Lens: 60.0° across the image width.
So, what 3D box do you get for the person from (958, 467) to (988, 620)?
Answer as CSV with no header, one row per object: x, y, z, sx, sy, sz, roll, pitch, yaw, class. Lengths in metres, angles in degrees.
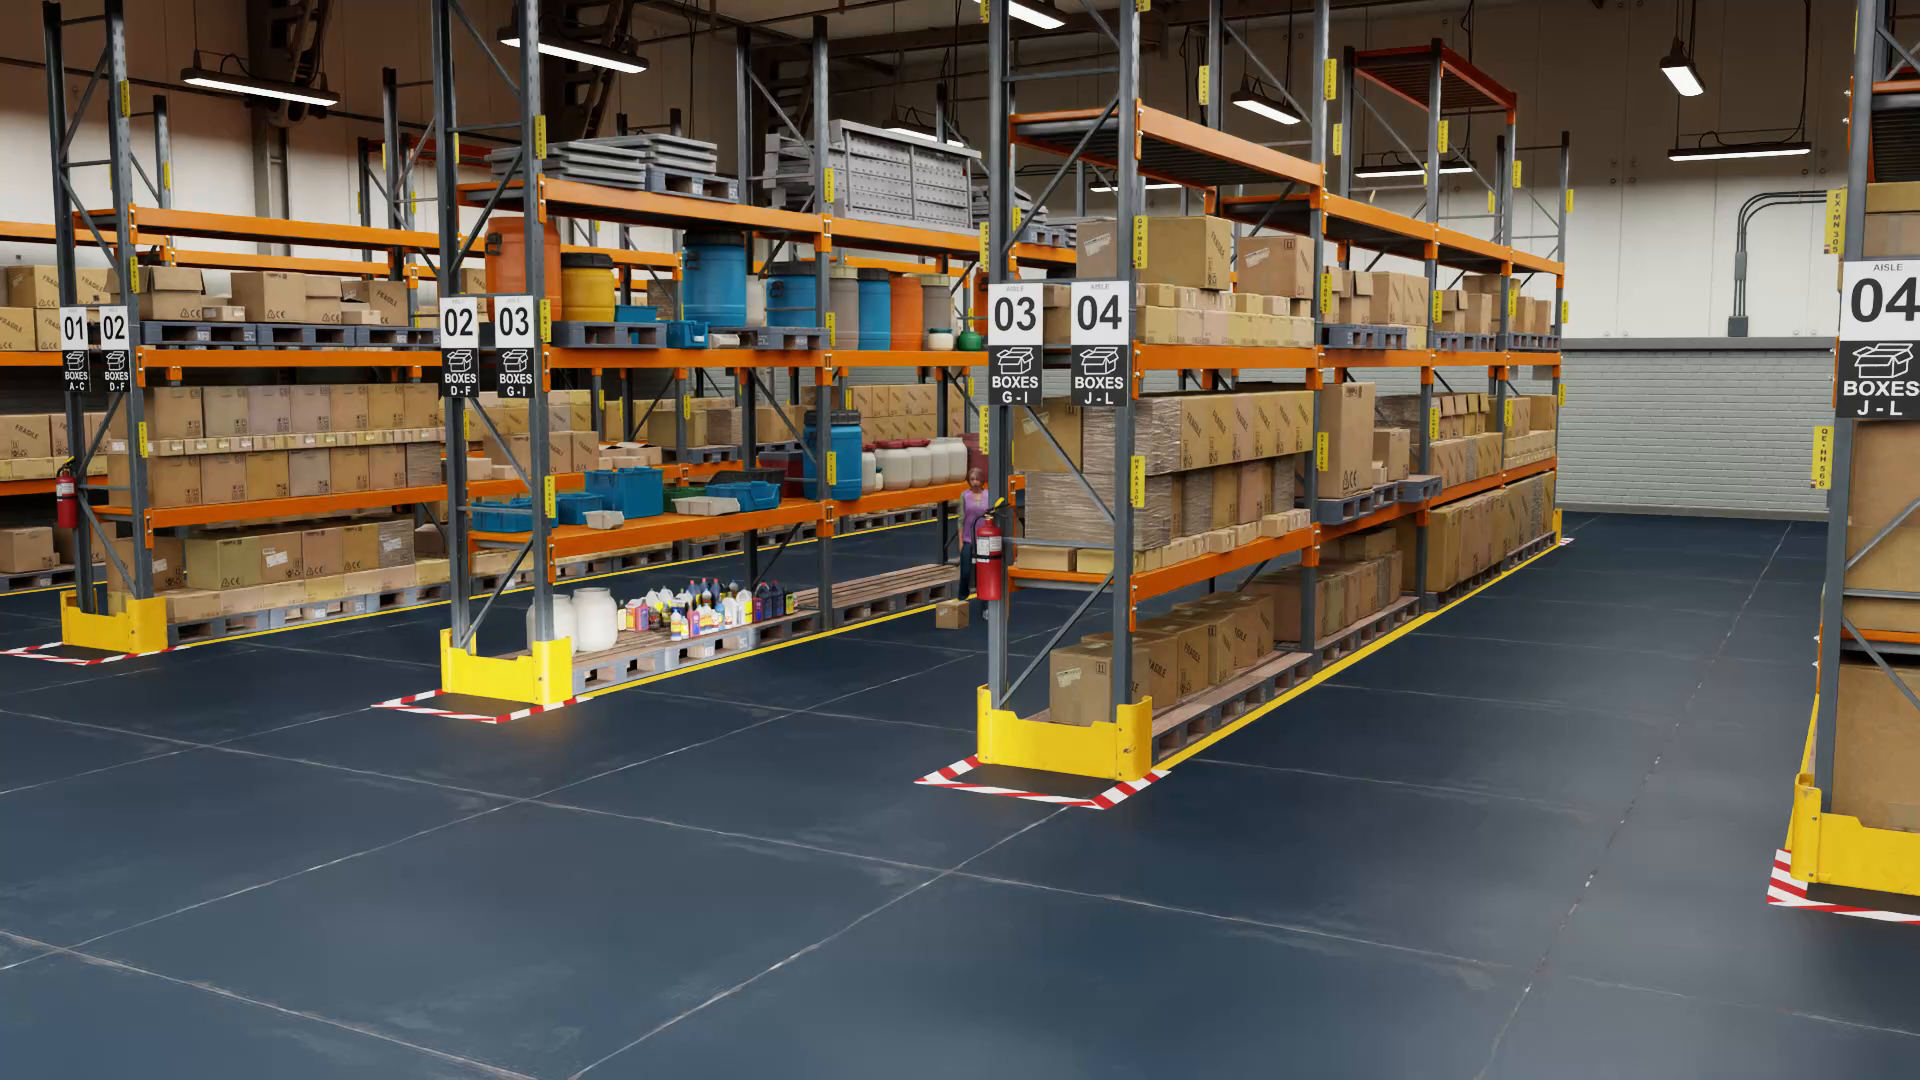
0.195,0.028,17.447,0.431,1.592,0.504,-1,6,-5,person
